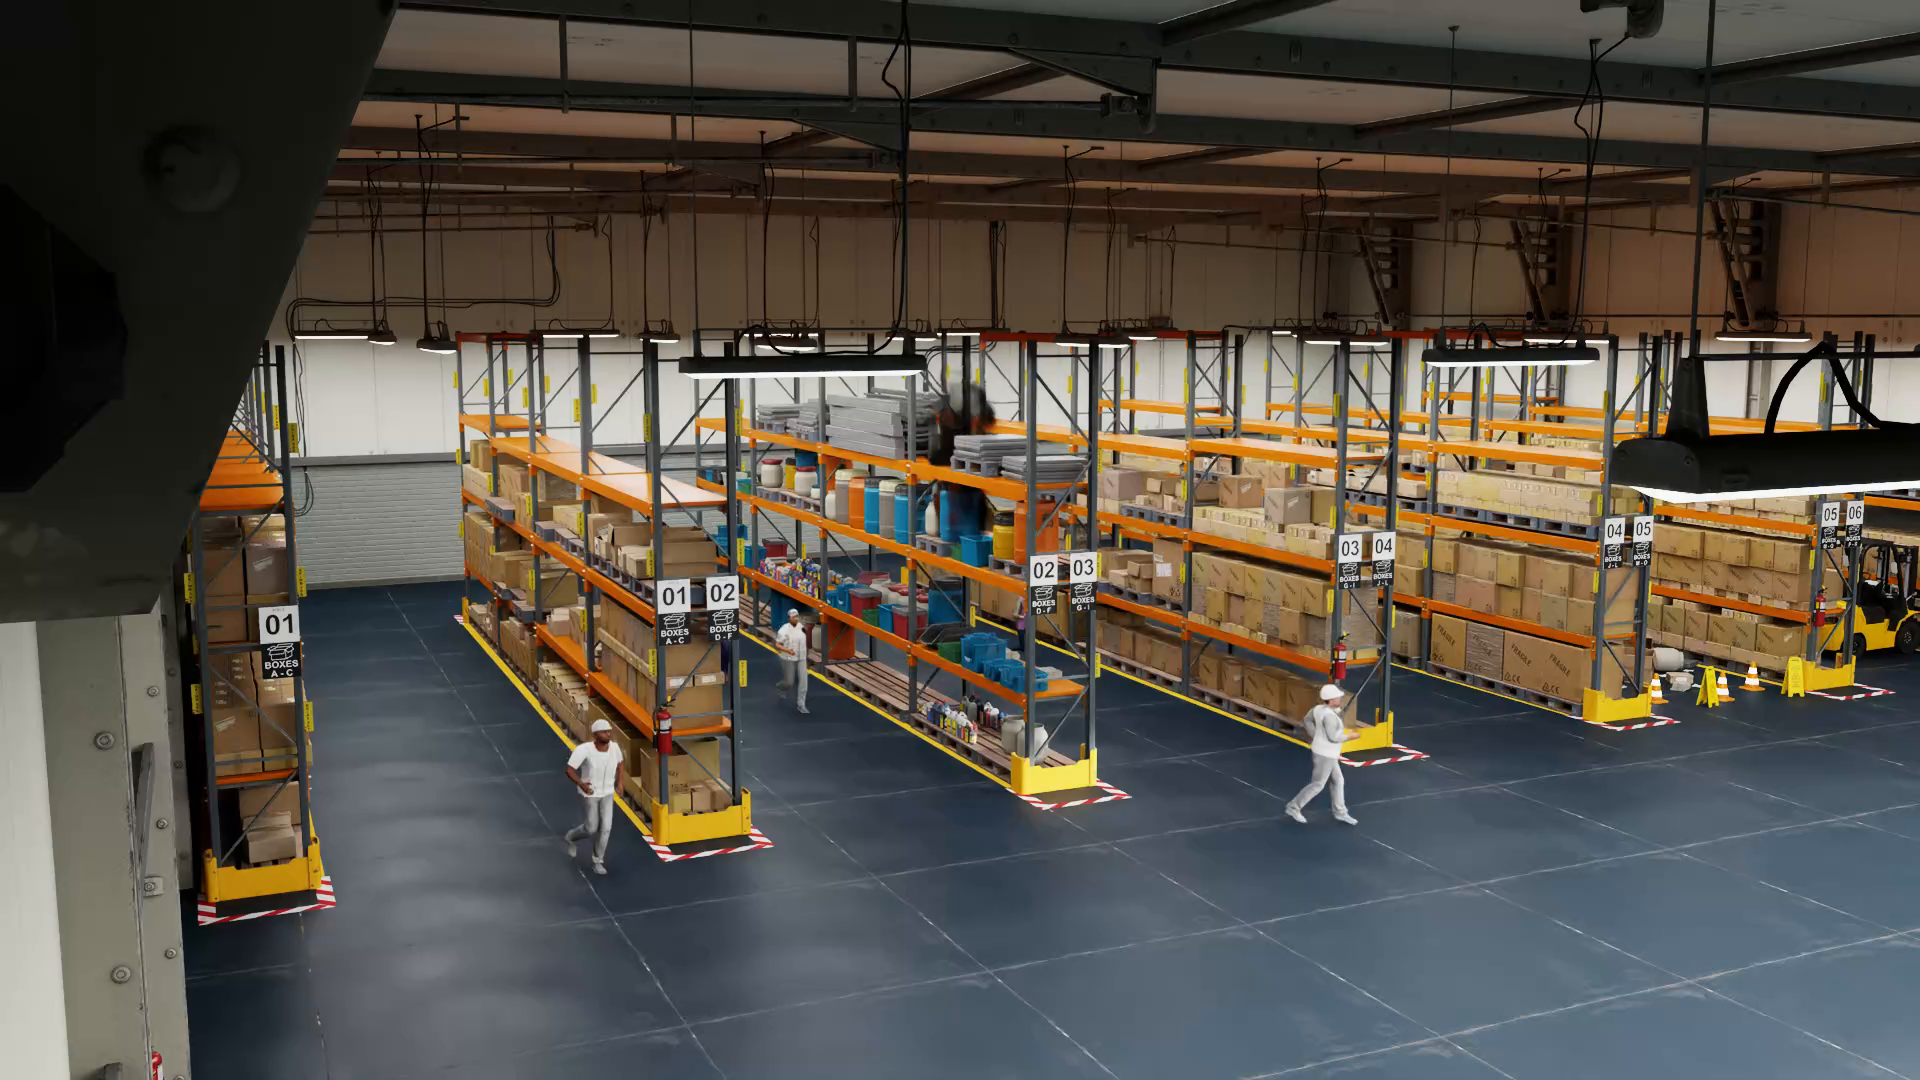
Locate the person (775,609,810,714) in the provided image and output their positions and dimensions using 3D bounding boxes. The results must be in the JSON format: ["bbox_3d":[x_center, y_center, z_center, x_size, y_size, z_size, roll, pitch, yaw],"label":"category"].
[{"bbox_3d":[-2.682,1.924,26.745,0.607,1.658,0.849,-5,9,-34],"label":"person"}]

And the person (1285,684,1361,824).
[{"bbox_3d":[4.507,2.670,20.626,0.924,1.790,0.623,1,8,4],"label":"person"}]

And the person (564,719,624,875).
[{"bbox_3d":[-4.185,2.914,19.199,0.749,1.740,0.743,-7,10,-42],"label":"person"}]

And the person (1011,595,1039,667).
[{"bbox_3d":[1.162,1.566,29.414,0.541,1.574,0.867,-6,10,-40],"label":"person"}]

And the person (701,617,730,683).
[{"bbox_3d":[-4.236,1.642,28.874,0.585,1.688,0.708,-5,9,-33],"label":"person"}]
